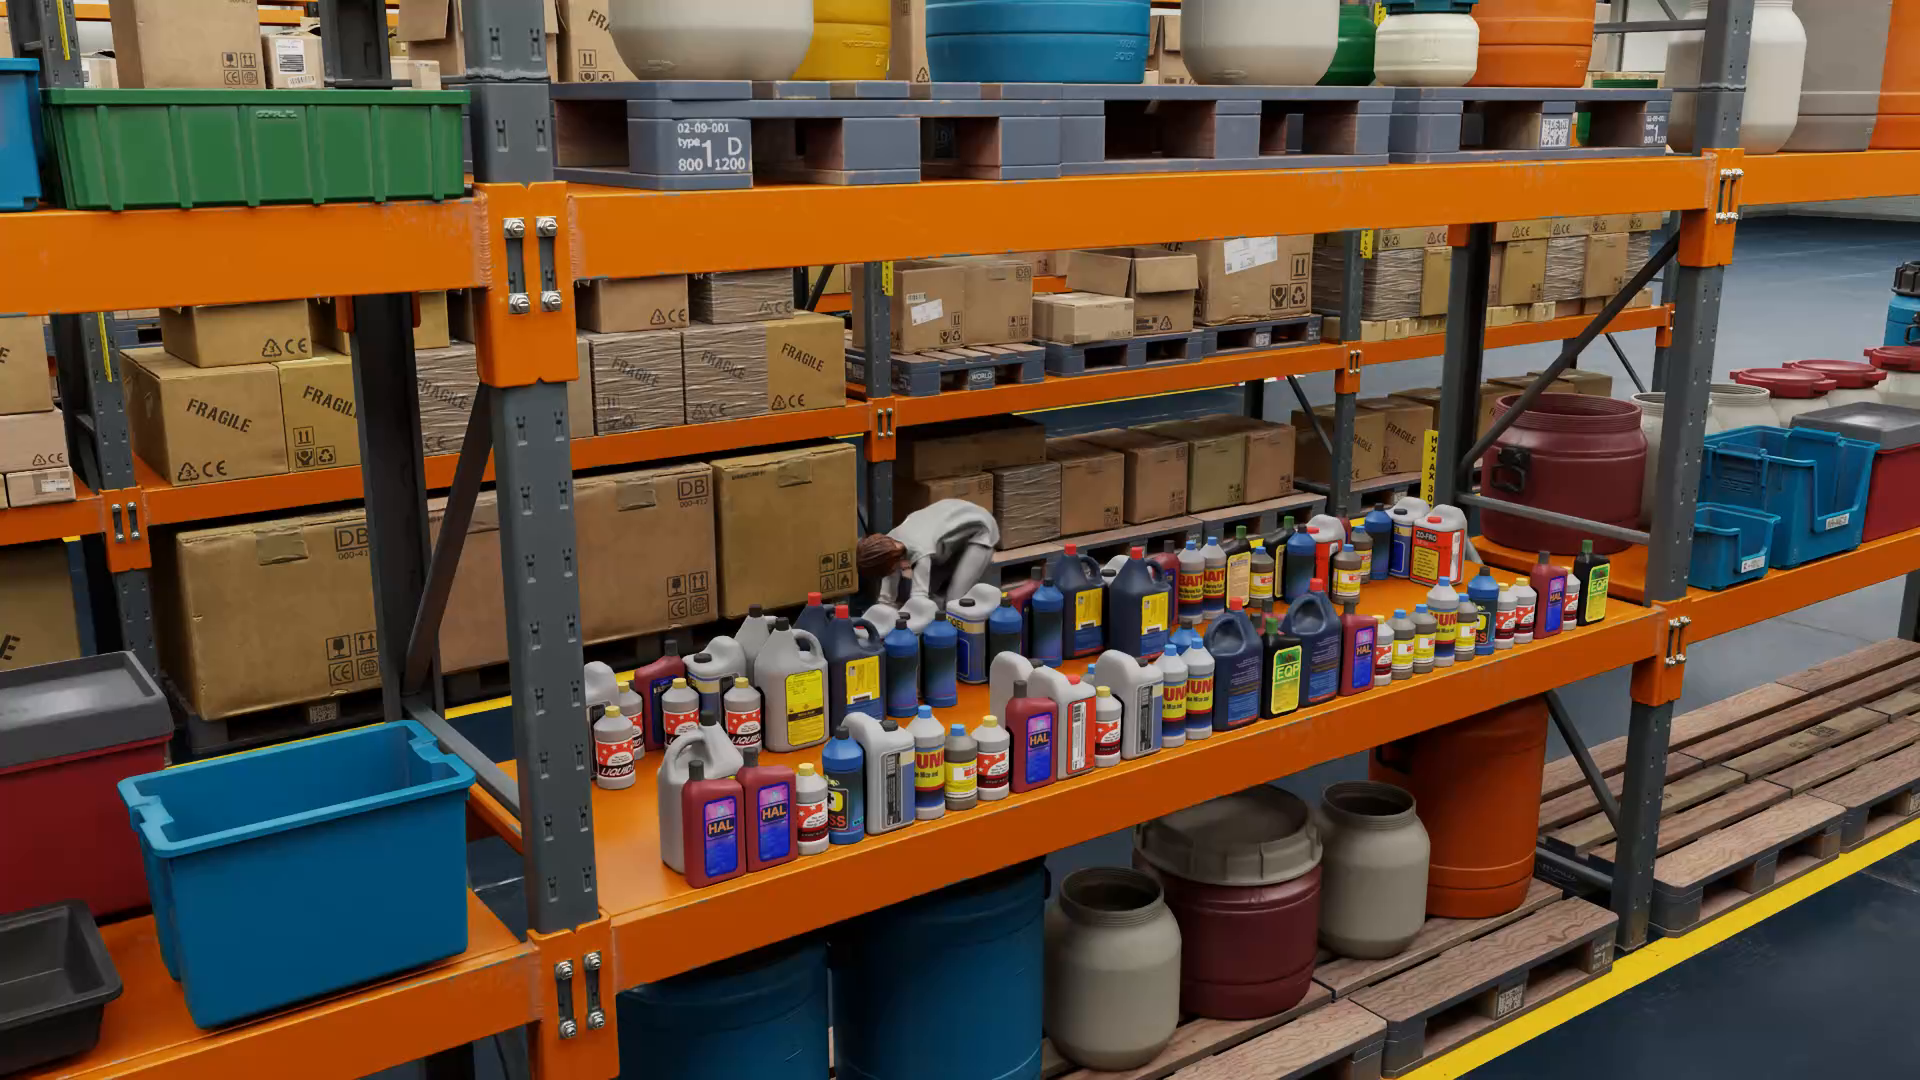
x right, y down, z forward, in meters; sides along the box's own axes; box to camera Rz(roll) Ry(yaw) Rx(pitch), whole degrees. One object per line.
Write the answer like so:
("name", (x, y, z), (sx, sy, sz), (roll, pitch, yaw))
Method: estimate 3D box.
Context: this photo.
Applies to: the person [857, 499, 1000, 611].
("person", (-0.176, 0.287, 8.693), (0.868, 0.960, 0.409), (-11, 19, -37))
